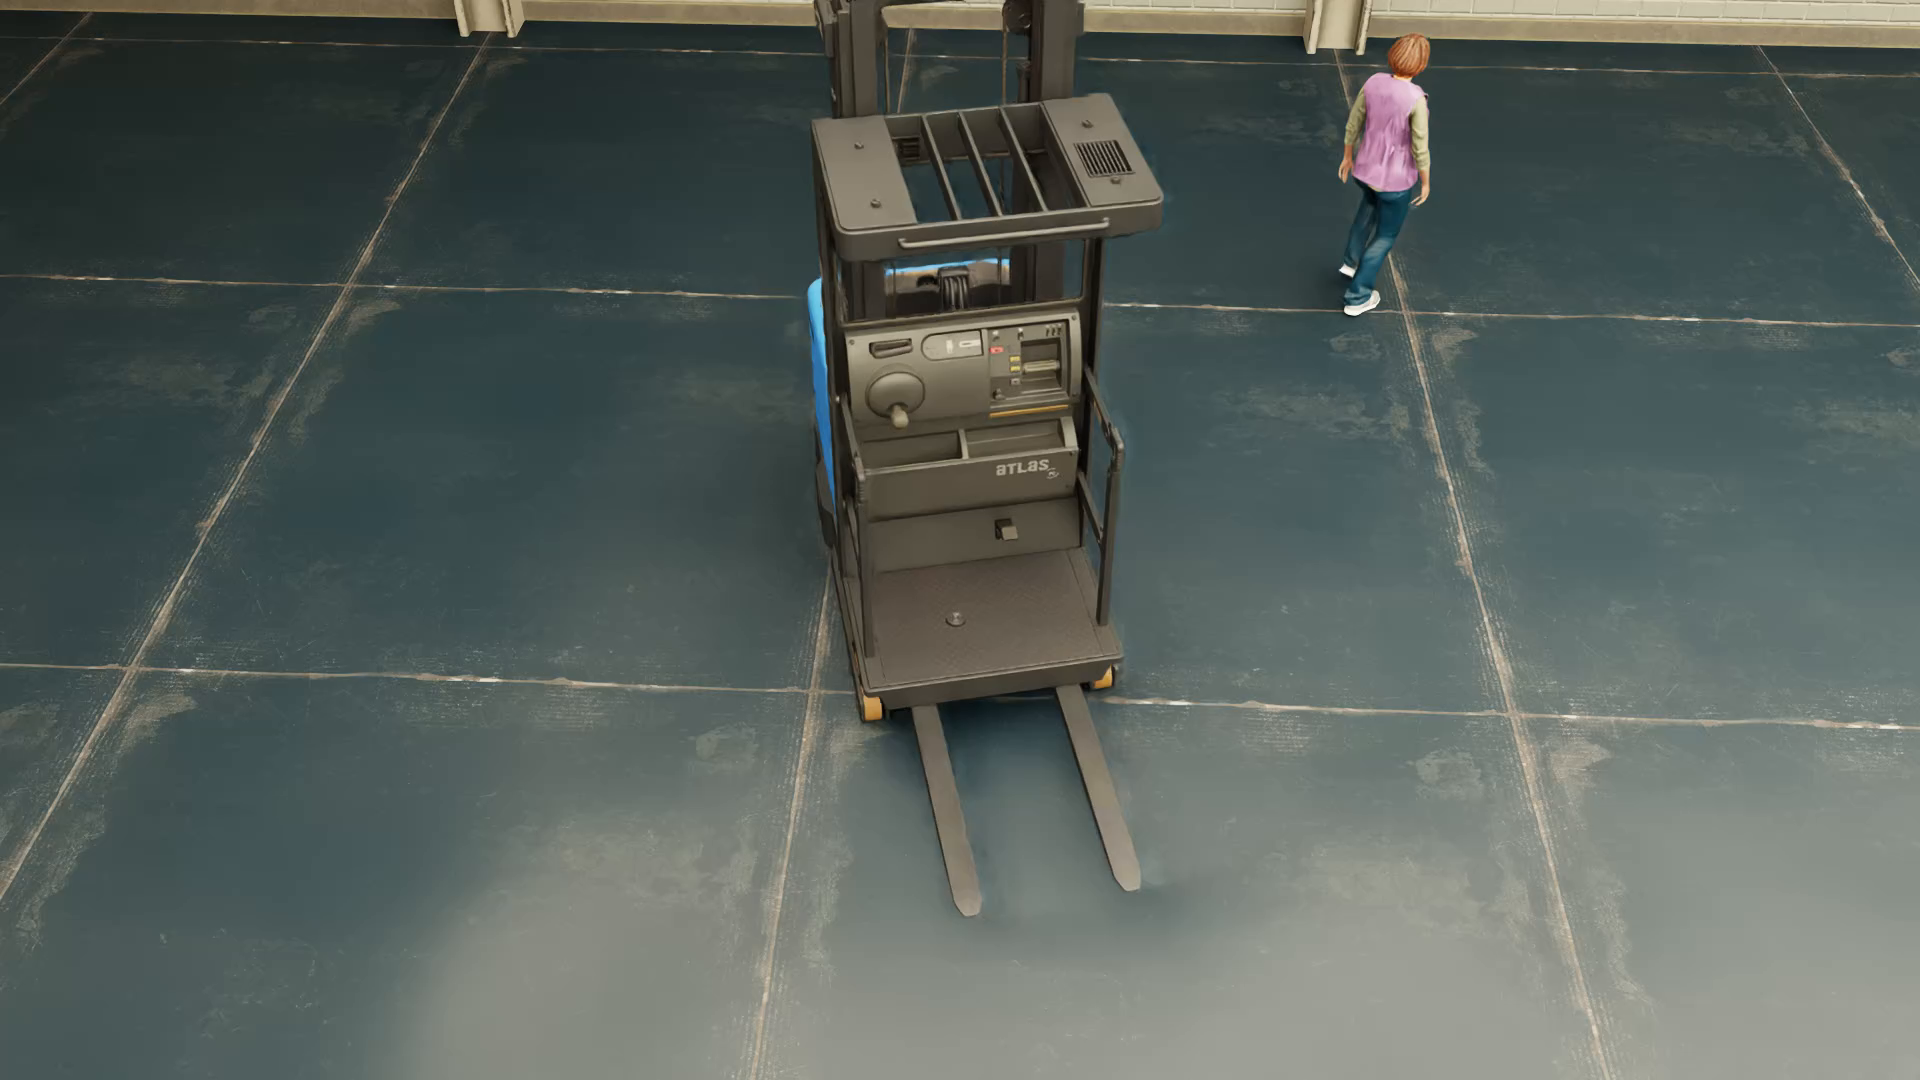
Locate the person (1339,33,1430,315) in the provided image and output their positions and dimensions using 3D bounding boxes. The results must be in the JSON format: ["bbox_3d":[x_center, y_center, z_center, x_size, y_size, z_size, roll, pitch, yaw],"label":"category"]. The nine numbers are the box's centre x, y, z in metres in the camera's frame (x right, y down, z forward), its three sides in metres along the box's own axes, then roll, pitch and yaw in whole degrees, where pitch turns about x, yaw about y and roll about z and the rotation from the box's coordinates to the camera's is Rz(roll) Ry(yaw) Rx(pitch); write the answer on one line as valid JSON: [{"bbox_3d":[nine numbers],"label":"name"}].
[{"bbox_3d":[2.277,-1.935,8.906,0.461,1.627,0.510,-30,50,-28],"label":"person"}]

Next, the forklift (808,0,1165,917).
[{"bbox_3d":[0.062,-0.585,6.383,1.130,2.935,3.031,-7,43,-8],"label":"forklift"}]
